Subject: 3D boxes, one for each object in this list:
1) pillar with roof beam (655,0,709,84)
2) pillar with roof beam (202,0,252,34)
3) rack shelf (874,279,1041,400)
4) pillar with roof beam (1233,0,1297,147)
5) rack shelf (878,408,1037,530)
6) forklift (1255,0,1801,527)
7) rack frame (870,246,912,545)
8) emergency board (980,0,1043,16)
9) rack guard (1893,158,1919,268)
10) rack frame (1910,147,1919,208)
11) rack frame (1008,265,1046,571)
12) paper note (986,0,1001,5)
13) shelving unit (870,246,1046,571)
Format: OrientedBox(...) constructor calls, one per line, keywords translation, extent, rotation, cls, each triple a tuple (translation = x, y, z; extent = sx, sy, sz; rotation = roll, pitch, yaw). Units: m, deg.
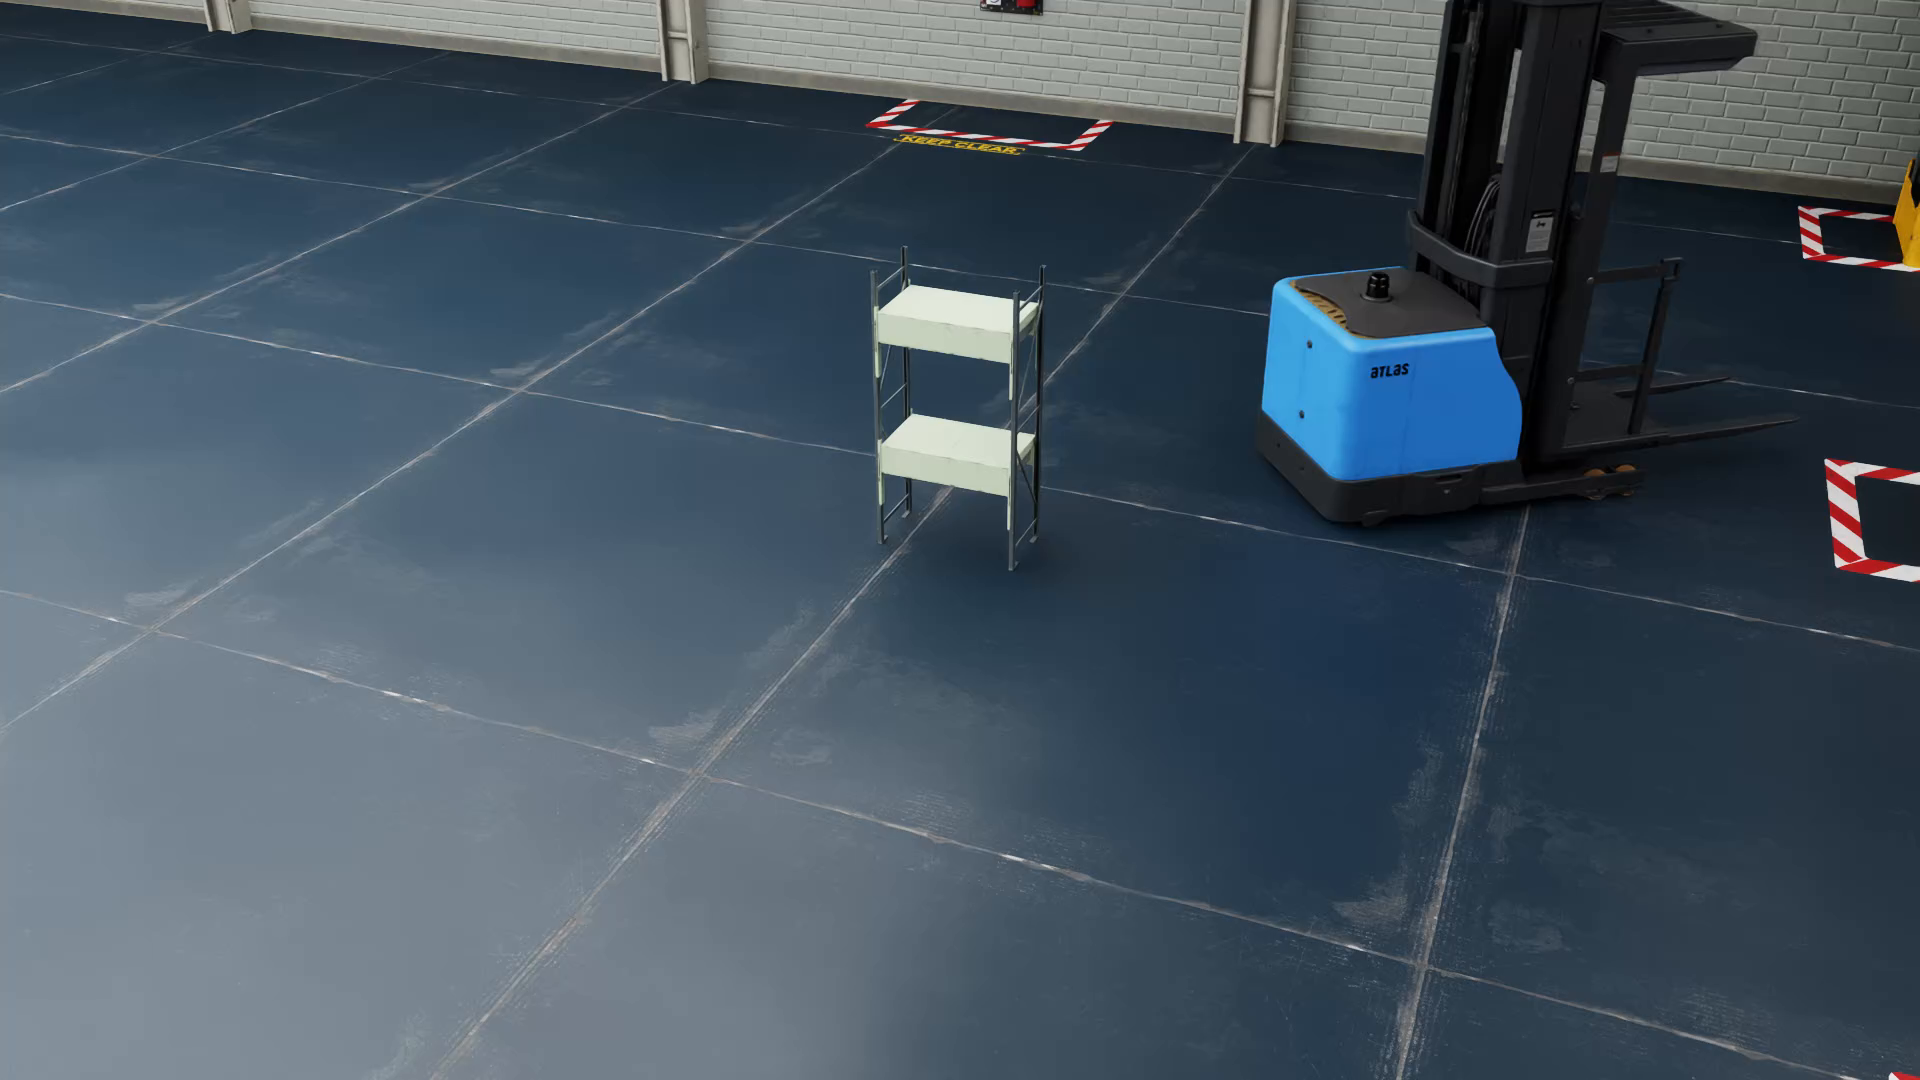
OrientedBox(translation=(-4.446, -6.721, 11.495), extent=(0.400, 9.000, 9.100), rotation=(11, 31, 19), cls="pillar with roof beam")
OrientedBox(translation=(-10.006, -7.831, 13.459), extent=(0.400, 9.000, 9.100), rotation=(11, 31, 19), cls="pillar with roof beam")
OrientedBox(translation=(-0.006, -0.994, 8.191), extent=(0.720, 0.370, 0.431), rotation=(11, 31, 19), cls="rack shelf")
OrientedBox(translation=(1.114, -5.611, 9.531), extent=(0.400, 9.000, 9.100), rotation=(11, 31, 19), cls="pillar with roof beam")
OrientedBox(translation=(-0.006, -0.370, 8.544), extent=(0.720, 0.370, 0.431), rotation=(11, 31, 19), cls="rack shelf")
OrientedBox(translation=(3.273, -1.739, 8.847), extent=(3.031, 2.935, 1.130), rotation=(-8, 30, -13), cls="forklift")
OrientedBox(translation=(-0.345, -0.722, 8.503), extent=(0.023, 1.500, 0.400), rotation=(11, 31, 19), cls="rack frame")
OrientedBox(translation=(0.457, -5.437, 15.320), extent=(0.643, 1.169, 0.194), rotation=(11, 31, 19), cls="emergency board")
OrientedBox(translation=(7.388, -2.485, 12.638), extent=(0.348, 0.500, 1.175), rotation=(11, 31, 19), cls="rack guard")
OrientedBox(translation=(7.318, -3.587, 12.048), extent=(0.127, 3.000, 1.000), rotation=(11, 31, 19), cls="rack frame")
OrientedBox(translation=(0.333, -0.586, 8.263), extent=(0.023, 1.500, 0.400), rotation=(11, 31, 19), cls="rack frame")
OrientedBox(translation=(0.318, -5.117, 15.650), extent=(0.142, 0.148, 0.016), rotation=(11, 31, 19), cls="paper note")
OrientedBox(translation=(-0.006, -0.654, 8.383), extent=(0.755, 1.500, 0.431), rotation=(11, 31, 19), cls="shelving unit")
